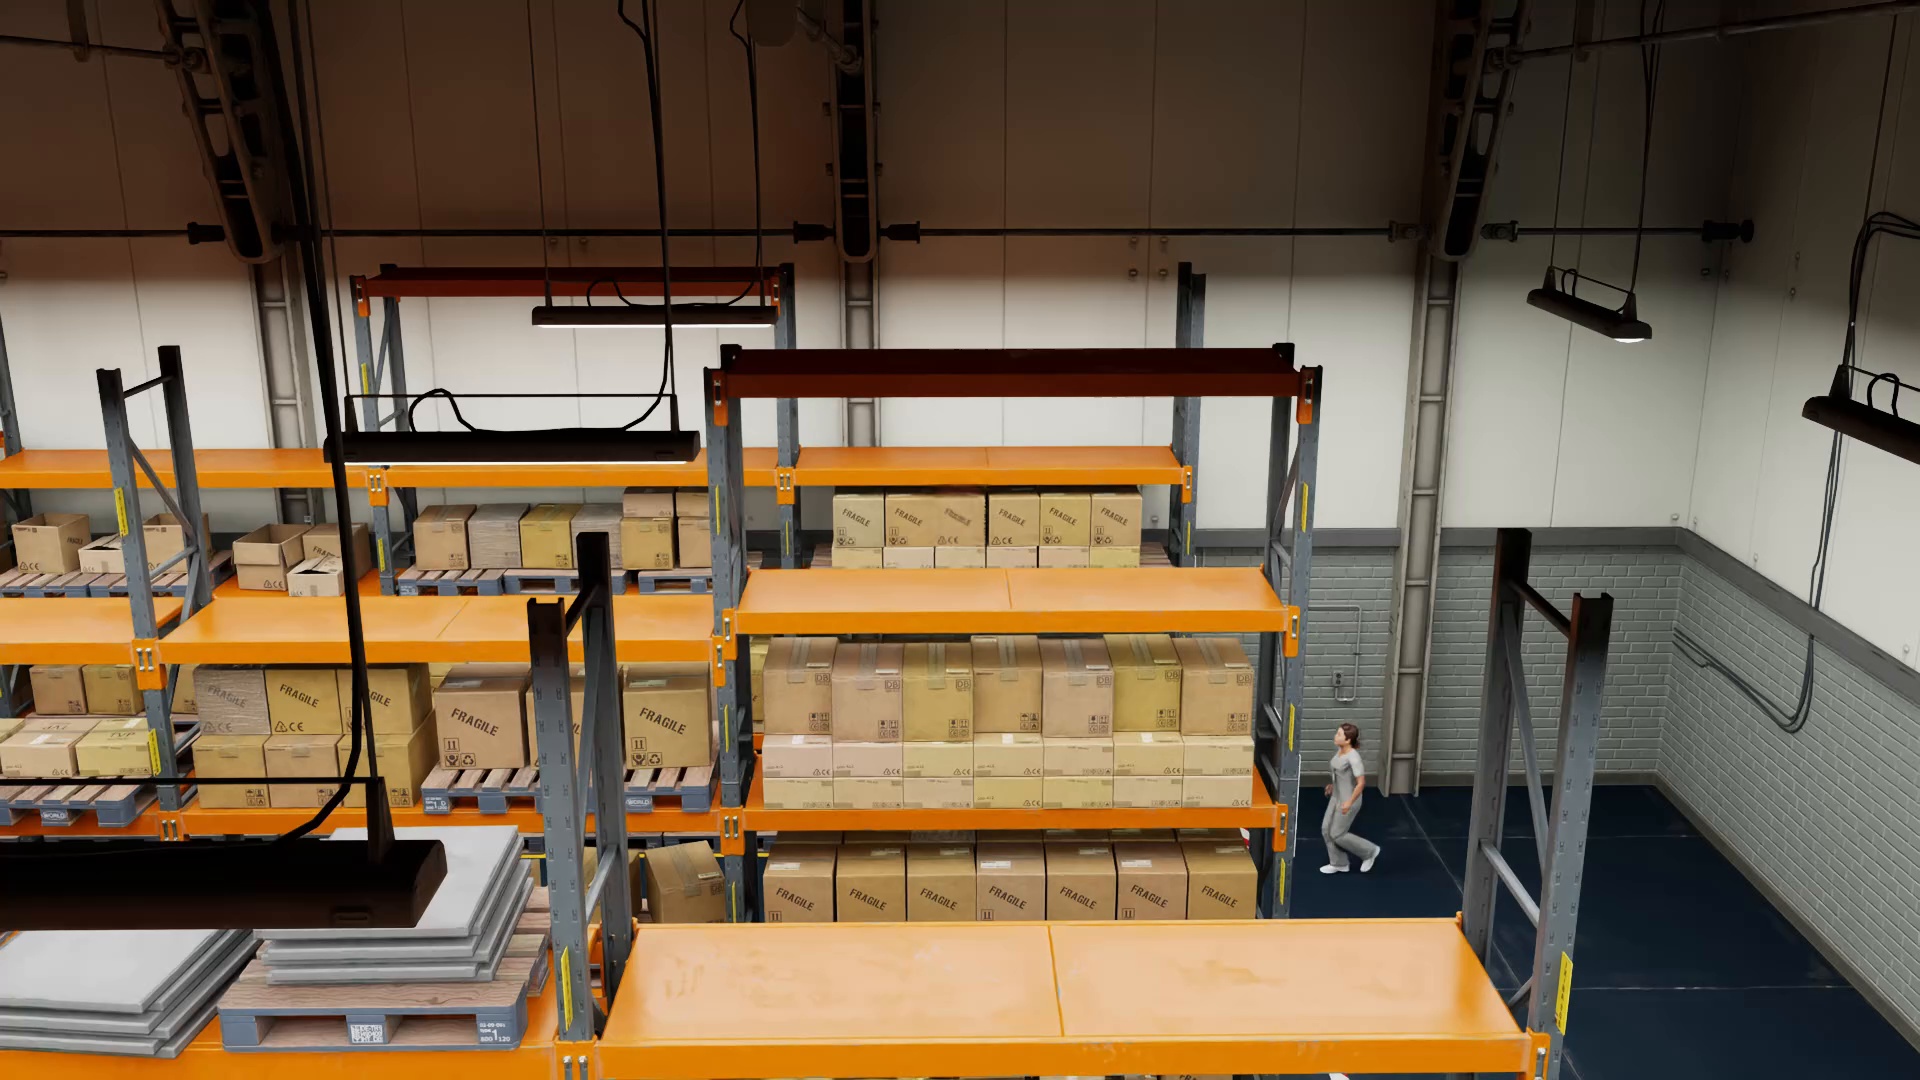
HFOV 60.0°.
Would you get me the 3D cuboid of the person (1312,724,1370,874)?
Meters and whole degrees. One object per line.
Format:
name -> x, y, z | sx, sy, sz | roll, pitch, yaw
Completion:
person -> 3.872, 2.615, 16.733 | 0.538, 1.610, 0.595 | -2, 16, -8
